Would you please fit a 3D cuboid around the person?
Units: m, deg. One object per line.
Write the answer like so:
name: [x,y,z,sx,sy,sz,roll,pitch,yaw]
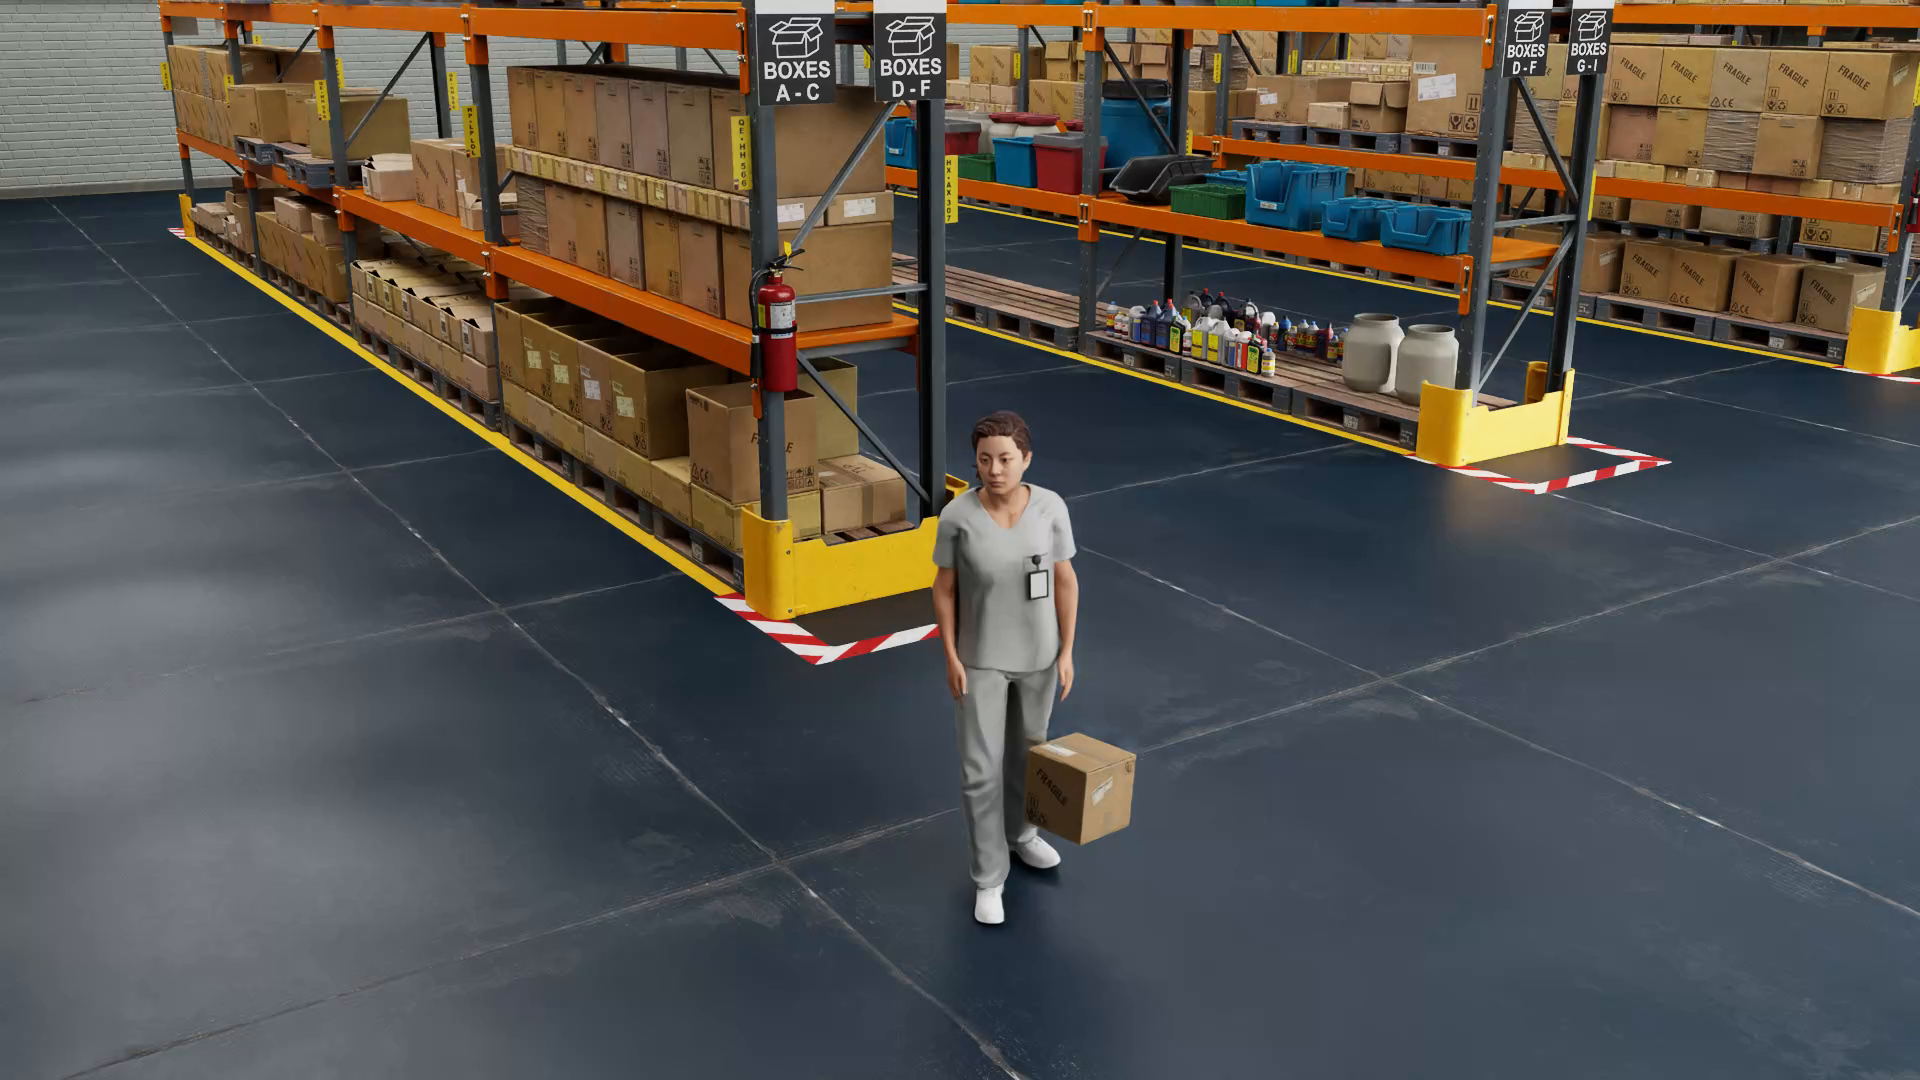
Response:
person: [0.143,0.382,5.406,0.468,1.662,0.577,-3,18,-10]
